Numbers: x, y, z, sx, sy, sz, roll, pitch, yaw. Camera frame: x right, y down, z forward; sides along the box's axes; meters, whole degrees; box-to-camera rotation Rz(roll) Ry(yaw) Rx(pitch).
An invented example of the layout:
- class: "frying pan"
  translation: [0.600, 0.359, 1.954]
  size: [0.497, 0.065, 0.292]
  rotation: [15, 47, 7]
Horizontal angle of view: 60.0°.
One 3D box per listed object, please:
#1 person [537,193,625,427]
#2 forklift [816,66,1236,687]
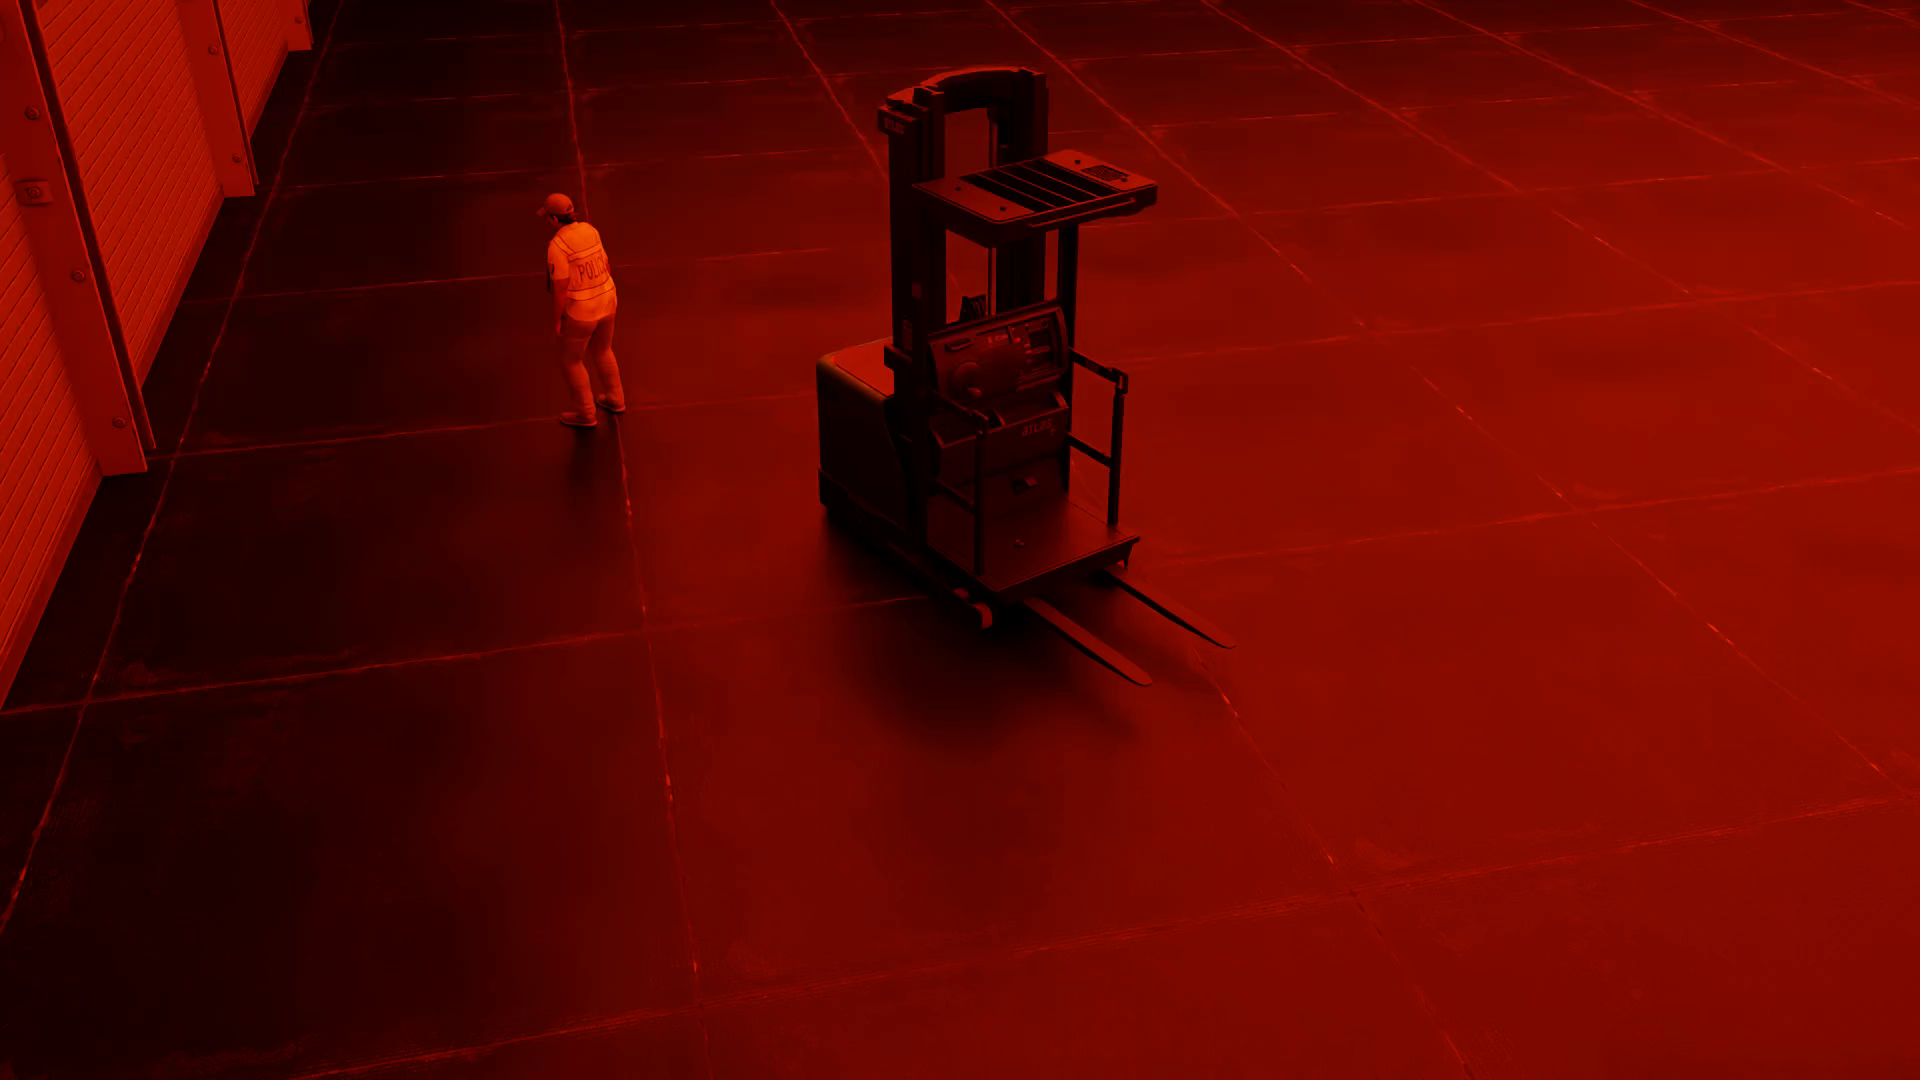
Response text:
- class: "person"
  translation: [-2.648, -1.613, 11.628]
  size: [0.470, 1.664, 0.549]
  rotation: [18, 35, 28]
- class: "forklift"
  translation: [0.355, -1.021, 9.338]
  size: [1.130, 2.935, 3.031]
  rotation: [-20, 35, -30]
